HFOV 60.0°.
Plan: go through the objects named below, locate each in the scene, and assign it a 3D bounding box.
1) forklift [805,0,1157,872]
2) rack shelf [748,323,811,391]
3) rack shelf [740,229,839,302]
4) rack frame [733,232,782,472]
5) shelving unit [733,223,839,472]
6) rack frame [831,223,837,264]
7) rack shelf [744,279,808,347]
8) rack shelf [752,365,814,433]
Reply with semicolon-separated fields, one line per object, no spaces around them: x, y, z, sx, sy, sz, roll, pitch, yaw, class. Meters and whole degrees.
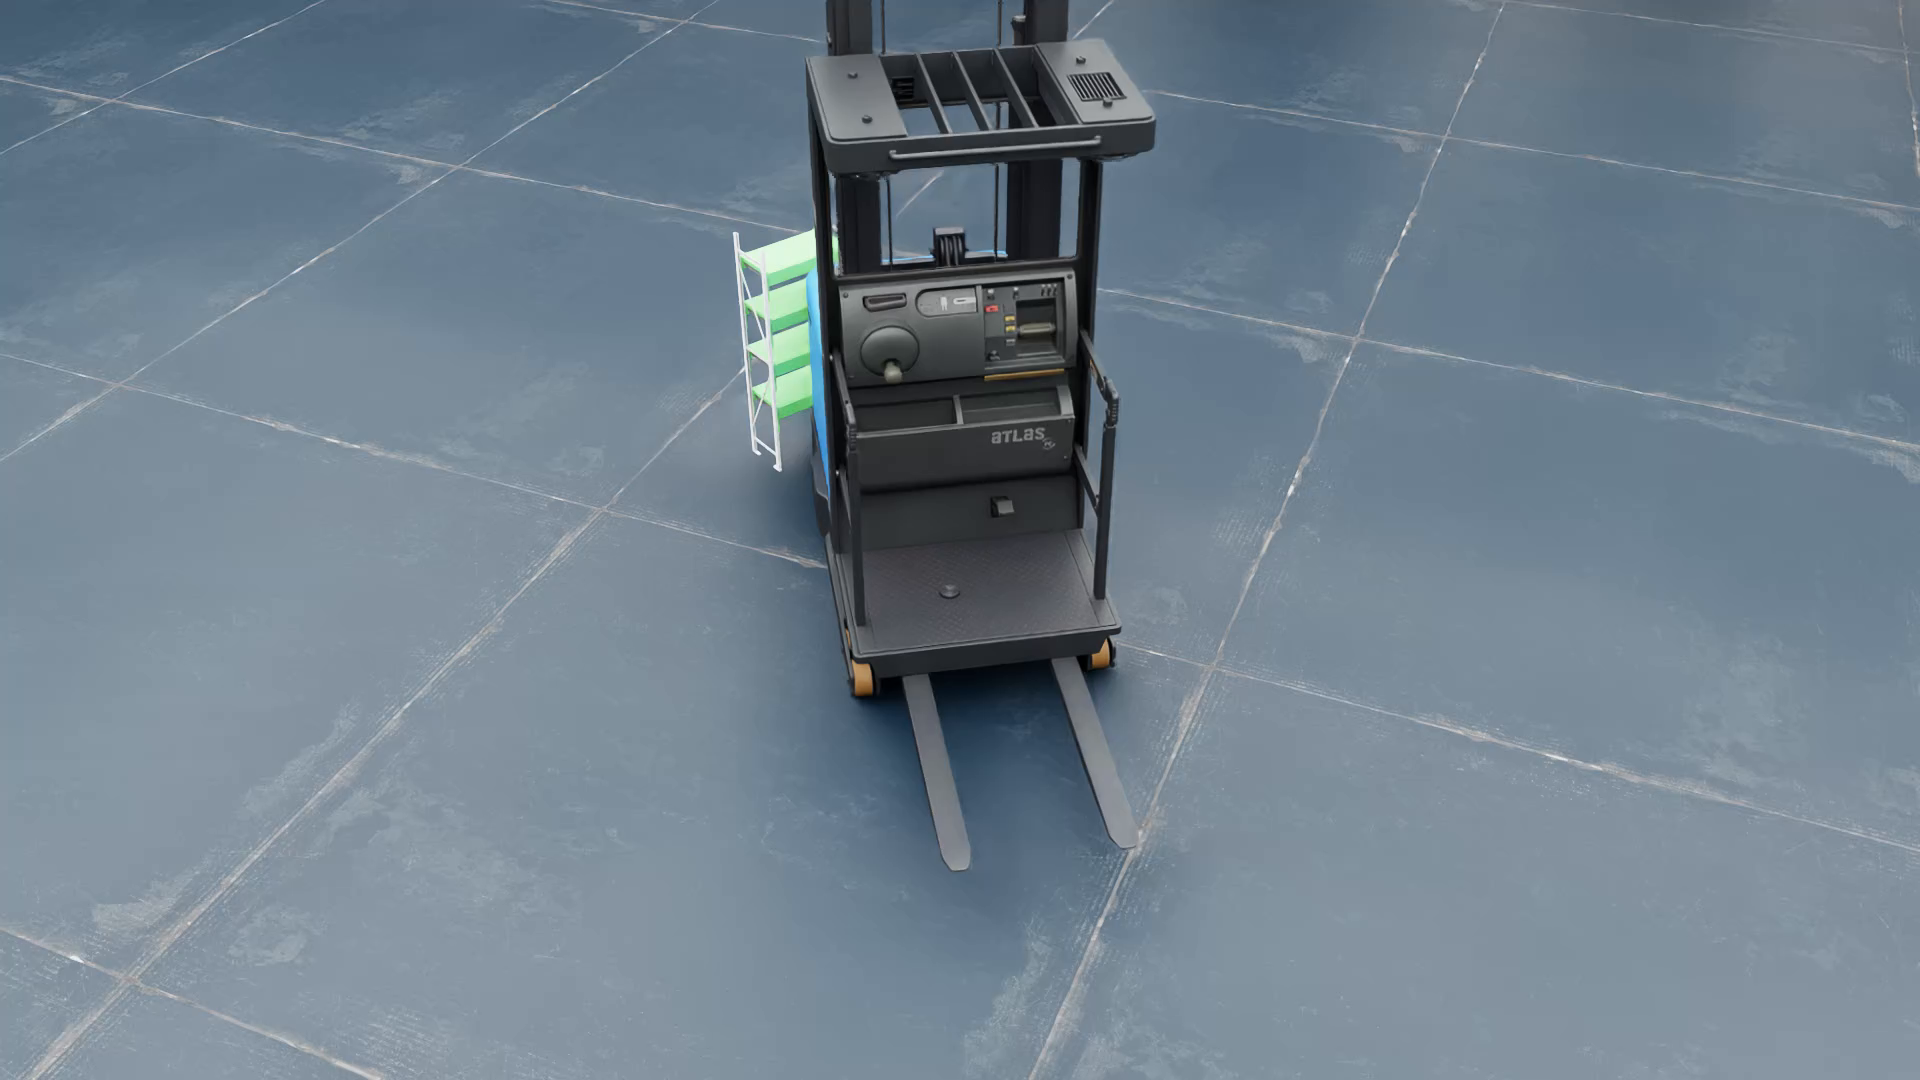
0.038;-0.762;6.321;1.130;2.935;3.031;-6;37;-8;forklift
-0.770;-0.916;8.080;0.480;0.148;0.258;-26;44;-30;rack shelf
-0.770;-1.300;7.793;0.480;0.148;0.258;-26;44;-30;rack shelf
-0.960;-0.875;7.919;0.015;1.200;0.240;-26;44;-30;rack frame
-0.770;-0.967;8.042;0.503;1.200;0.258;-26;44;-30;shelving unit
-0.580;-1.059;8.165;0.015;1.200;0.240;-26;44;-30;rack frame
-0.770;-1.108;7.936;0.480;0.148;0.258;-26;44;-30;rack shelf
-0.770;-0.724;8.224;0.480;0.148;0.258;-26;44;-30;rack shelf
